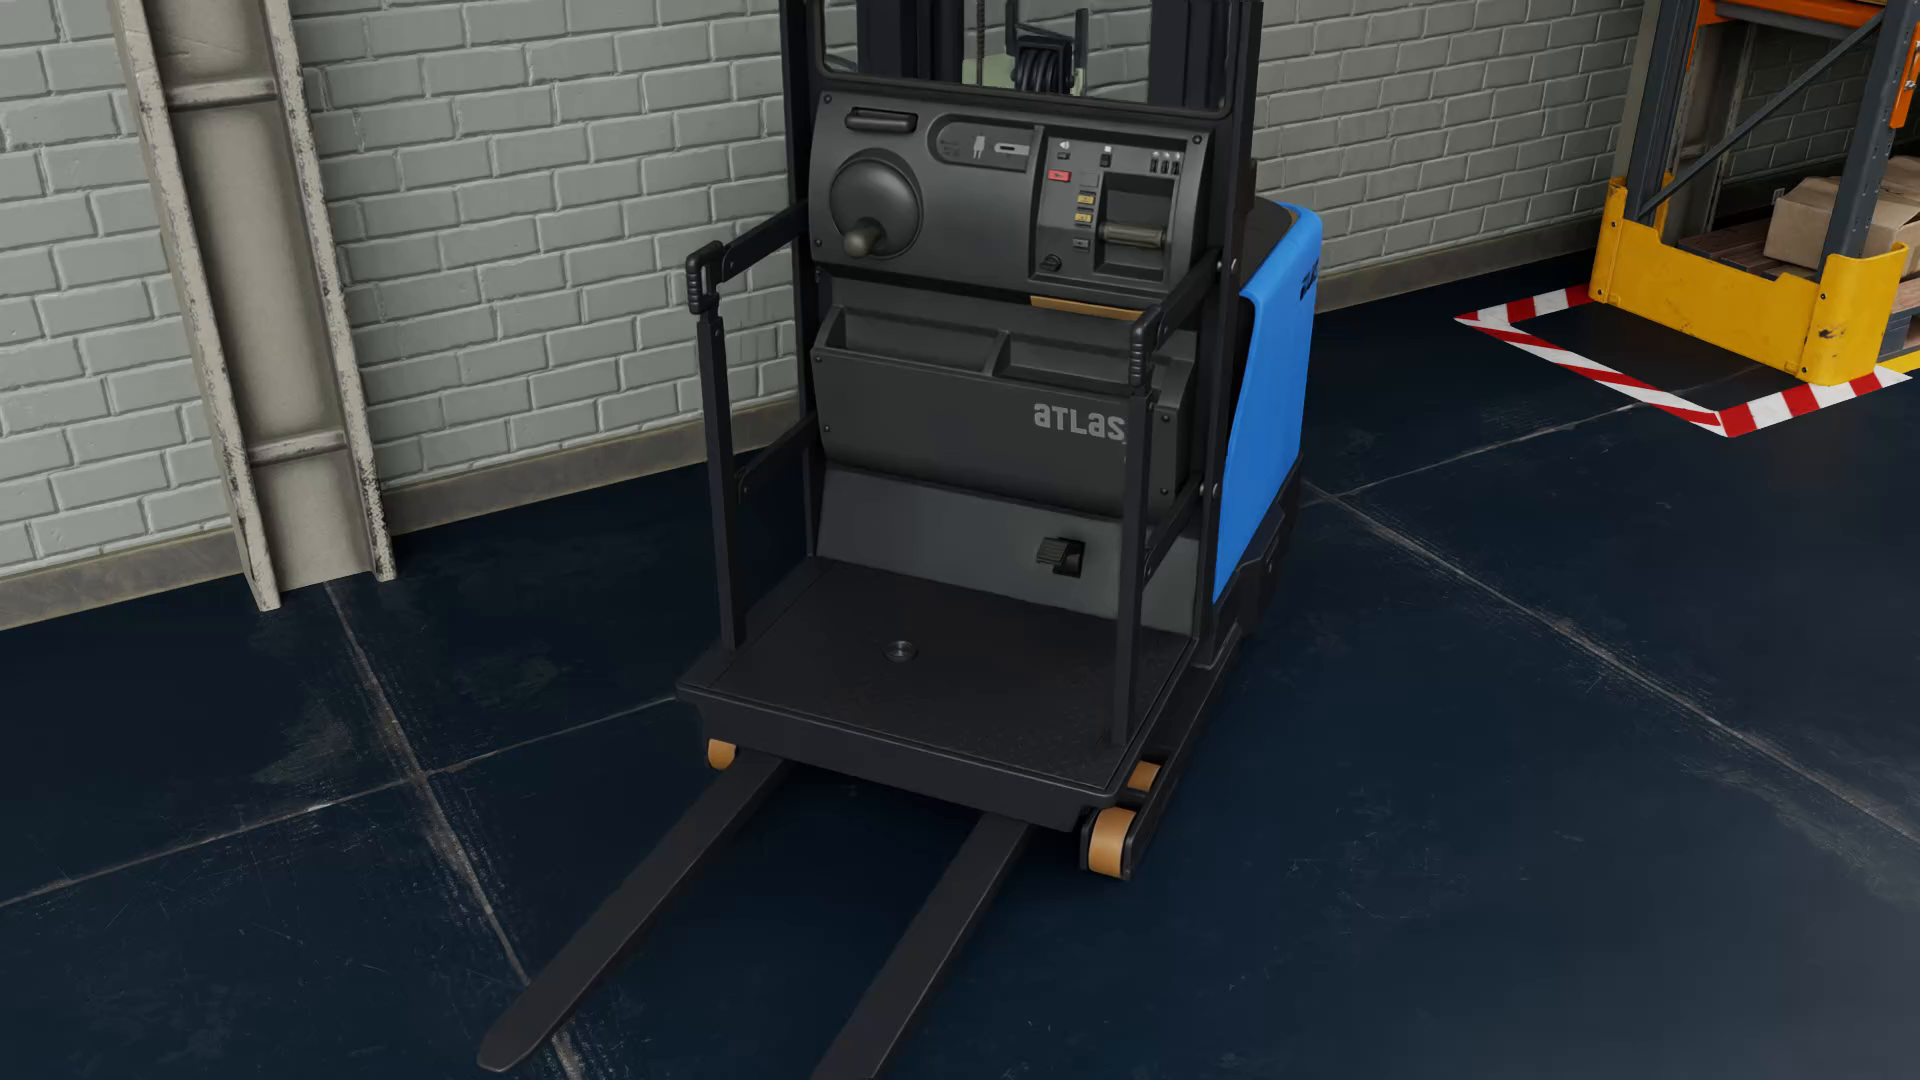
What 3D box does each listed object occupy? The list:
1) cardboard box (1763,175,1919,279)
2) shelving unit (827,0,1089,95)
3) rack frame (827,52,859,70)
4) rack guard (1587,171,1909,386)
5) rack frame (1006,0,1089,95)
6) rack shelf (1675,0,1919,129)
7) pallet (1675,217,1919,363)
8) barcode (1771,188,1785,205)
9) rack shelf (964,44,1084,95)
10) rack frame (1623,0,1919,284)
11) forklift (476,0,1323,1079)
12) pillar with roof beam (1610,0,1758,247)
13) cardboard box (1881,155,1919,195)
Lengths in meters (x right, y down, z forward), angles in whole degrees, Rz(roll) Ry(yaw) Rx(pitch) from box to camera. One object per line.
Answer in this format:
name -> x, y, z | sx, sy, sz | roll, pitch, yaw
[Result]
cardboard box -> 3.697, -1.299, 6.827 | 0.500, 0.311, 0.500 | -20, 35, -32
shelving unit -> -0.029, -0.944, 5.408 | 0.755, 1.500, 0.431 | -18, 34, -30
rack frame -> -0.331, -0.844, 5.227 | 0.023, 1.500, 0.400 | -18, 34, -30
rack guard -> 3.121, -1.076, 6.683 | 0.348, 0.500, 1.175 | -16, 33, -26
rack frame -> 0.273, -1.044, 5.589 | 0.023, 1.500, 0.400 | -18, 34, -30
rack shelf -> 4.780, -2.327, 7.106 | 4.000, 0.370, 1.077 | -16, 33, -26
pallet -> 3.839, -1.134, 7.086 | 1.213, 0.211, 1.003 | -16, 33, -26
barcode -> 3.510, -1.474, 7.135 | 0.075, 0.075, 0.001 | -16, 33, -26
rack shelf -> -0.030, -1.286, 5.220 | 0.720, 0.370, 0.431 | -18, 34, -30
rack frame -> 3.055, -2.152, 6.045 | 0.127, 3.000, 1.000 | -16, 33, -26
forklift -> 0.010, -0.738, 3.555 | 1.130, 2.935, 3.031 | 12, 31, 20
pillar with roof beam -> 5.401, -3.517, 2.309 | 0.400, 9.000, 9.100 | -16, 33, -26
cardboard box -> 4.189, -1.439, 7.080 | 0.500, 0.311, 0.500 | -13, 31, -22
